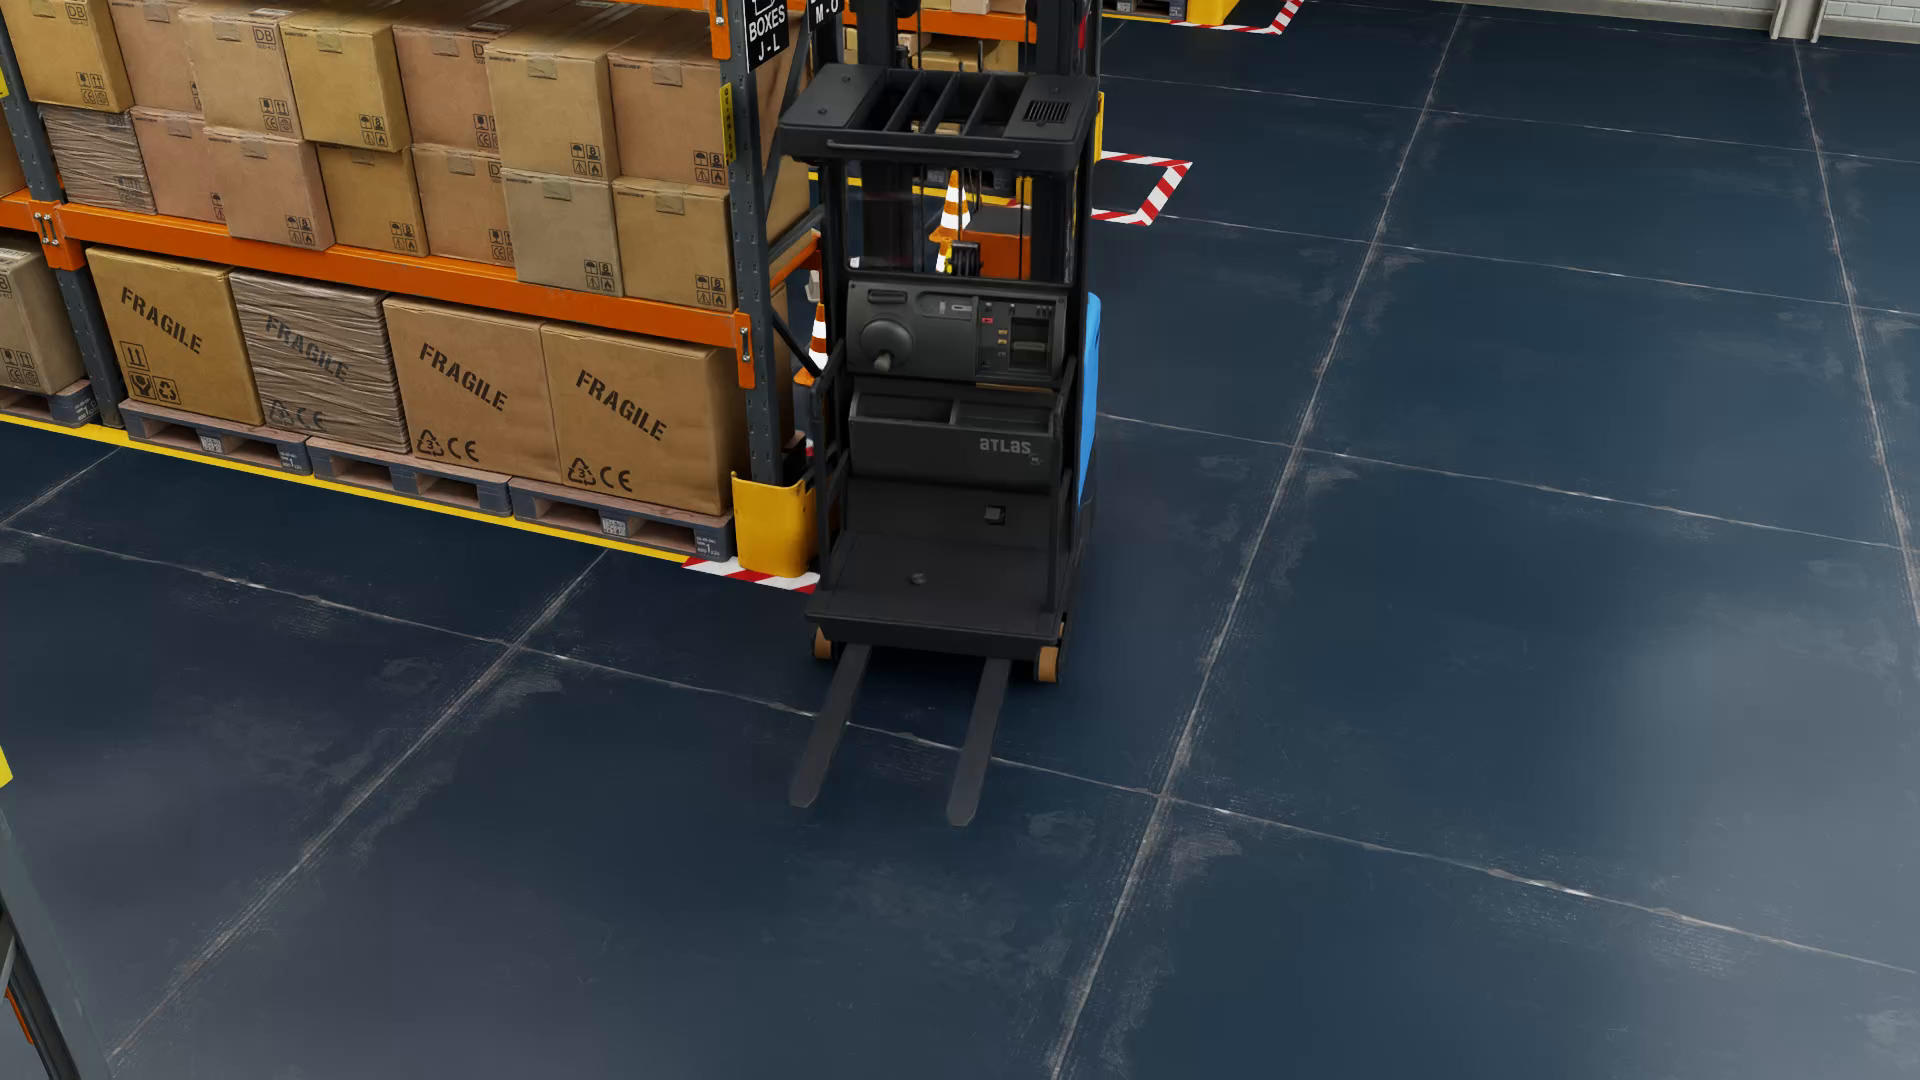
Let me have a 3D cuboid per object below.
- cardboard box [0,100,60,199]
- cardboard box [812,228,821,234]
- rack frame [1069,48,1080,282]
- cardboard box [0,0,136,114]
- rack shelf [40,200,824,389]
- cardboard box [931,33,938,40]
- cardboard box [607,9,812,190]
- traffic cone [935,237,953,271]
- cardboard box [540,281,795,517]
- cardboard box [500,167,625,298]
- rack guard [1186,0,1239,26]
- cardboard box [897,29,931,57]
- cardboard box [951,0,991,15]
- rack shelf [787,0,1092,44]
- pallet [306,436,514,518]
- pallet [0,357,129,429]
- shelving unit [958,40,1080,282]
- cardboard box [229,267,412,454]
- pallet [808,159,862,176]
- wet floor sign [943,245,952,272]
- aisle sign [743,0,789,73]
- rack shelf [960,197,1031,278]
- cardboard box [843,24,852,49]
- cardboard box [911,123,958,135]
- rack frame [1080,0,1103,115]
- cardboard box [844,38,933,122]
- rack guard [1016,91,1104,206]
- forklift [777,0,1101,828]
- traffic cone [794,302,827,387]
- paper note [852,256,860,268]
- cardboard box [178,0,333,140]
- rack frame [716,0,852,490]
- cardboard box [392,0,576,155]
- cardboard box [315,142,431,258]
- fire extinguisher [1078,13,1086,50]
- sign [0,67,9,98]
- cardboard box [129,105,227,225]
[{"bbox_3d":[-5.105,-2.134,8.698,0.500,0.500,0.500,11,34,16],"label":"cardboard box"},{"bbox_3d":[-1.098,-1.958,11.145,0.380,0.149,0.250,-25,40,-33],"label":"cardboard box"},{"bbox_3d":[0.518,-1.397,8.470,0.015,2.100,0.400,8,33,13],"label":"rack frame"},{"bbox_3d":[-4.187,-2.565,8.323,0.550,0.550,0.875,11,34,16],"label":"cardboard box"},{"bbox_3d":[-2.640,-1.465,8.416,4.000,0.370,1.077,11,34,16],"label":"rack shelf"},{"bbox_3d":[-0.365,-3.670,12.625,0.500,0.500,0.500,10,34,15],"label":"cardboard box"},{"bbox_3d":[-1.094,-2.005,7.457,0.550,0.550,0.875,11,34,16],"label":"cardboard box"},{"bbox_3d":[-0.077,-1.672,10.413,0.334,0.463,0.336,11,34,16],"label":"traffic cone"},{"bbox_3d":[-1.418,-0.775,8.257,0.875,0.875,0.875,11,35,17],"label":"cardboard box"},{"bbox_3d":[-1.647,-1.598,7.822,0.550,0.550,0.875,11,34,16],"label":"cardboard box"},{"bbox_3d":[2.511,-5.428,16.196,0.348,0.500,1.175,11,34,16],"label":"rack guard"},{"bbox_3d":[-0.393,-3.602,11.922,0.250,0.149,0.380,12,35,18],"label":"cardboard box"},{"bbox_3d":[0.117,-3.790,11.587,0.250,0.149,0.380,11,34,16],"label":"cardboard box"},{"bbox_3d":[-1.066,-4.011,12.360,4.000,0.370,1.077,11,34,16],"label":"rack shelf"},{"bbox_3d":[-2.681,-0.560,8.923,1.213,0.211,1.003,11,34,16],"label":"pallet"},{"bbox_3d":[-5.275,-1.064,9.704,1.213,0.211,1.003,11,34,16],"label":"pallet"},{"bbox_3d":[0.283,-1.432,8.523,0.503,2.100,0.431,8,33,13],"label":"shelving unit"},{"bbox_3d":[-3.105,-1.103,8.765,0.875,0.875,0.875,11,35,17],"label":"cardboard box"},{"bbox_3d":[-1.152,-3.180,12.981,1.213,0.211,1.003,11,34,16],"label":"pallet"},{"bbox_3d":[-0.062,-1.418,9.851,0.232,0.644,0.267,5,33,8],"label":"wet floor sign"},{"bbox_3d":[-0.792,-2.327,6.692,0.004,0.787,0.394,11,34,16],"label":"aisle sign"},{"bbox_3d":[0.282,-1.420,8.530,0.480,0.518,0.431,8,33,13],"label":"rack shelf"},{"bbox_3d":[-0.876,-3.699,12.072,0.250,0.149,0.380,12,35,19],"label":"cardboard box"},{"bbox_3d":[-0.057,-2.983,12.253,0.500,0.250,0.500,11,34,16],"label":"cardboard box"},{"bbox_3d":[0.817,-3.947,11.598,0.127,3.000,1.000,11,34,16],"label":"rack frame"},{"bbox_3d":[-0.517,-3.391,12.192,0.500,0.500,0.500,12,35,18],"label":"cardboard box"},{"bbox_3d":[0.746,-2.911,12.297,0.348,0.500,1.175,11,34,16],"label":"rack guard"},{"bbox_3d":[-0.053,-0.817,6.813,1.130,2.935,3.031,5,33,8],"label":"forklift"},{"bbox_3d":[-0.779,-1.157,9.616,0.334,0.463,0.336,11,34,16],"label":"traffic cone"},{"bbox_3d":[-0.744,-1.856,11.097,0.142,0.019,0.148,0,33,0],"label":"paper note"},{"bbox_3d":[-3.169,-2.354,7.997,0.550,0.550,0.875,11,34,16],"label":"cardboard box"},{"bbox_3d":[-0.758,-1.401,7.654,0.127,3.000,1.000,11,34,16],"label":"rack frame"},{"bbox_3d":[-2.124,-2.231,7.806,0.550,0.550,0.875,11,34,16],"label":"cardboard box"},{"bbox_3d":[-2.645,-1.841,8.197,0.500,0.550,0.875,11,34,16],"label":"cardboard box"},{"bbox_3d":[0.769,-3.658,11.222,0.183,0.674,0.296,11,34,16],"label":"fire extinguisher"},{"bbox_3d":[-4.697,-2.307,8.064,0.005,0.325,0.100,11,34,16],"label":"sign"},{"bbox_3d":[-3.646,-2.045,8.514,0.550,0.550,0.875,11,34,16],"label":"cardboard box"}]
